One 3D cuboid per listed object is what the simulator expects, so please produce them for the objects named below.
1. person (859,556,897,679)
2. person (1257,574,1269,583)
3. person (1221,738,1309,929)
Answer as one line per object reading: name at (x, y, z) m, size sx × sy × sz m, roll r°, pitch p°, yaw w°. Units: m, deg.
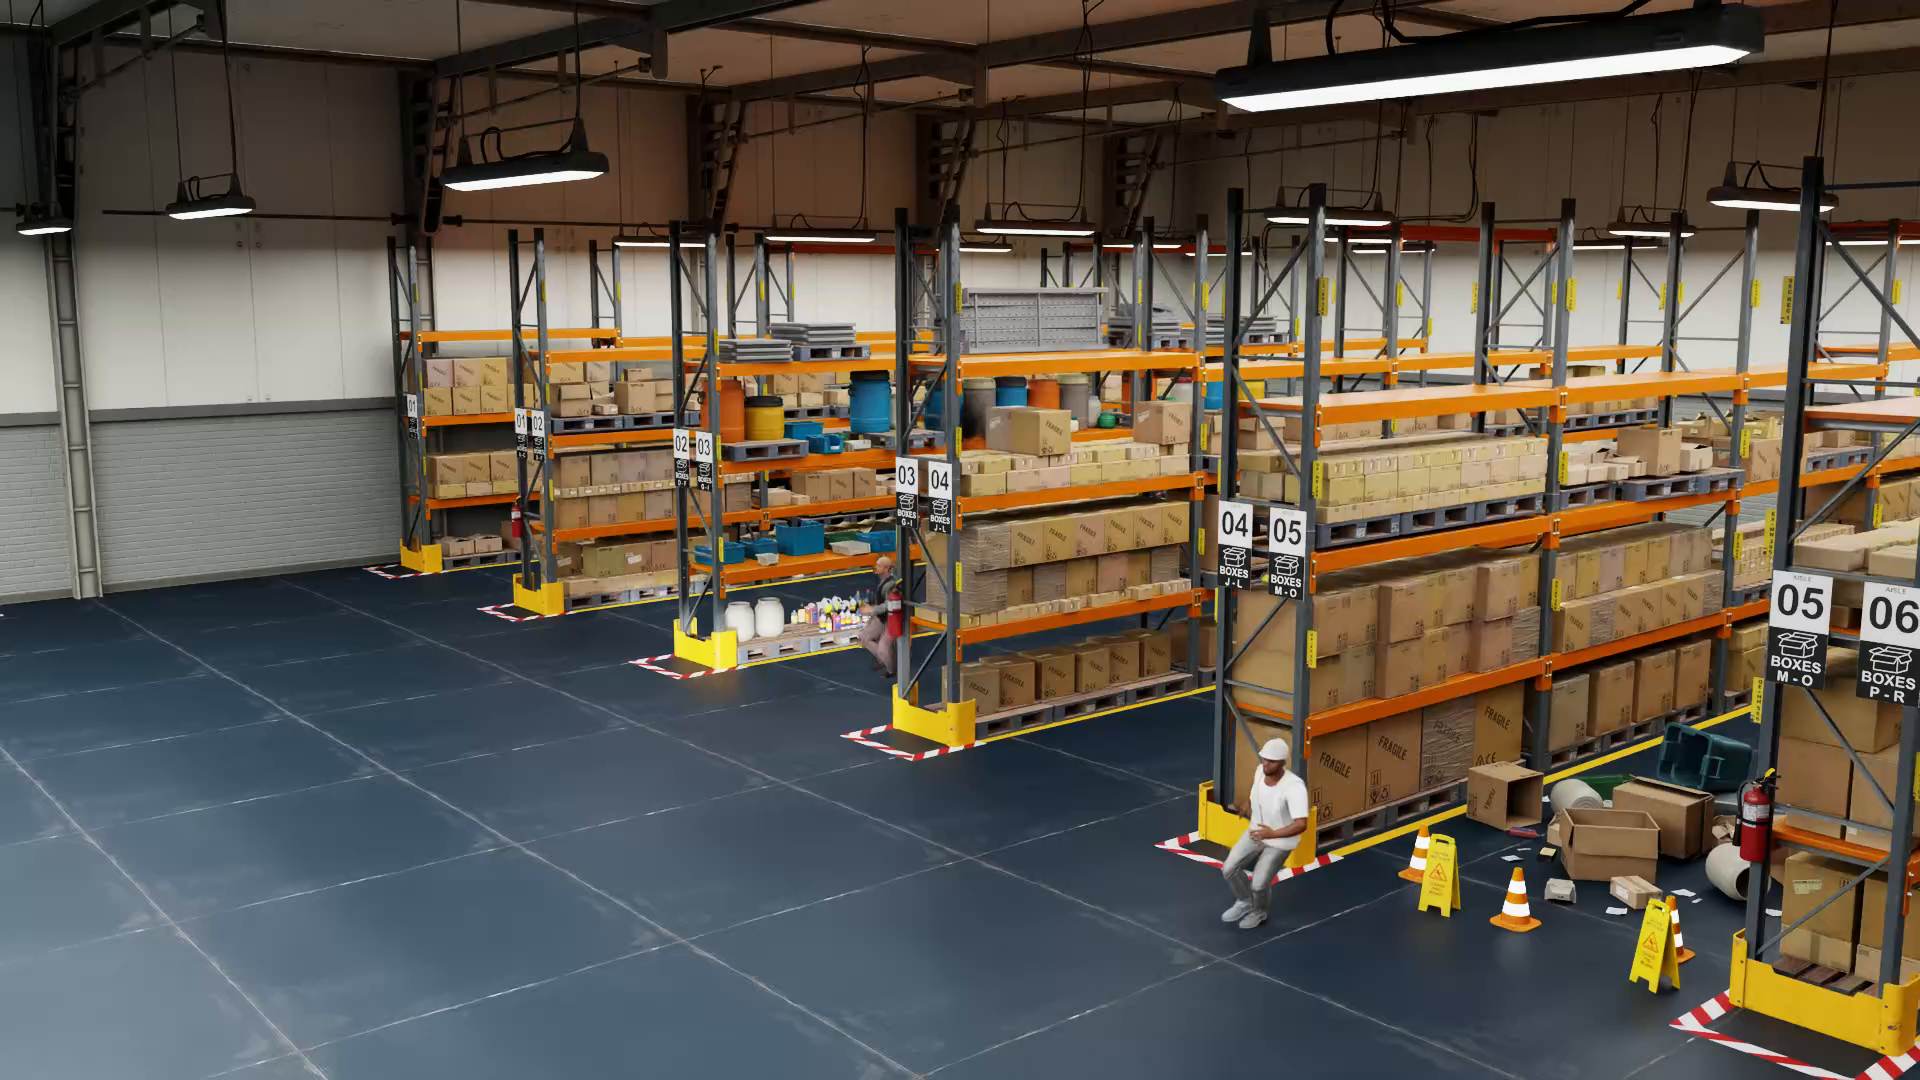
person at (-0.984, 0.993, 20.891) m, size 0.680 × 1.623 × 0.831 m, roll -4°, pitch 10°, yaw -23°
person at (3.747, 1.250, 19.865) m, size 0.738 × 1.720 × 0.829 m, roll 6°, pitch 11°, yaw 35°
person at (2.393, 2.352, 13.140) m, size 0.873 × 1.665 × 0.716 m, roll 8°, pitch 12°, yaw 43°
